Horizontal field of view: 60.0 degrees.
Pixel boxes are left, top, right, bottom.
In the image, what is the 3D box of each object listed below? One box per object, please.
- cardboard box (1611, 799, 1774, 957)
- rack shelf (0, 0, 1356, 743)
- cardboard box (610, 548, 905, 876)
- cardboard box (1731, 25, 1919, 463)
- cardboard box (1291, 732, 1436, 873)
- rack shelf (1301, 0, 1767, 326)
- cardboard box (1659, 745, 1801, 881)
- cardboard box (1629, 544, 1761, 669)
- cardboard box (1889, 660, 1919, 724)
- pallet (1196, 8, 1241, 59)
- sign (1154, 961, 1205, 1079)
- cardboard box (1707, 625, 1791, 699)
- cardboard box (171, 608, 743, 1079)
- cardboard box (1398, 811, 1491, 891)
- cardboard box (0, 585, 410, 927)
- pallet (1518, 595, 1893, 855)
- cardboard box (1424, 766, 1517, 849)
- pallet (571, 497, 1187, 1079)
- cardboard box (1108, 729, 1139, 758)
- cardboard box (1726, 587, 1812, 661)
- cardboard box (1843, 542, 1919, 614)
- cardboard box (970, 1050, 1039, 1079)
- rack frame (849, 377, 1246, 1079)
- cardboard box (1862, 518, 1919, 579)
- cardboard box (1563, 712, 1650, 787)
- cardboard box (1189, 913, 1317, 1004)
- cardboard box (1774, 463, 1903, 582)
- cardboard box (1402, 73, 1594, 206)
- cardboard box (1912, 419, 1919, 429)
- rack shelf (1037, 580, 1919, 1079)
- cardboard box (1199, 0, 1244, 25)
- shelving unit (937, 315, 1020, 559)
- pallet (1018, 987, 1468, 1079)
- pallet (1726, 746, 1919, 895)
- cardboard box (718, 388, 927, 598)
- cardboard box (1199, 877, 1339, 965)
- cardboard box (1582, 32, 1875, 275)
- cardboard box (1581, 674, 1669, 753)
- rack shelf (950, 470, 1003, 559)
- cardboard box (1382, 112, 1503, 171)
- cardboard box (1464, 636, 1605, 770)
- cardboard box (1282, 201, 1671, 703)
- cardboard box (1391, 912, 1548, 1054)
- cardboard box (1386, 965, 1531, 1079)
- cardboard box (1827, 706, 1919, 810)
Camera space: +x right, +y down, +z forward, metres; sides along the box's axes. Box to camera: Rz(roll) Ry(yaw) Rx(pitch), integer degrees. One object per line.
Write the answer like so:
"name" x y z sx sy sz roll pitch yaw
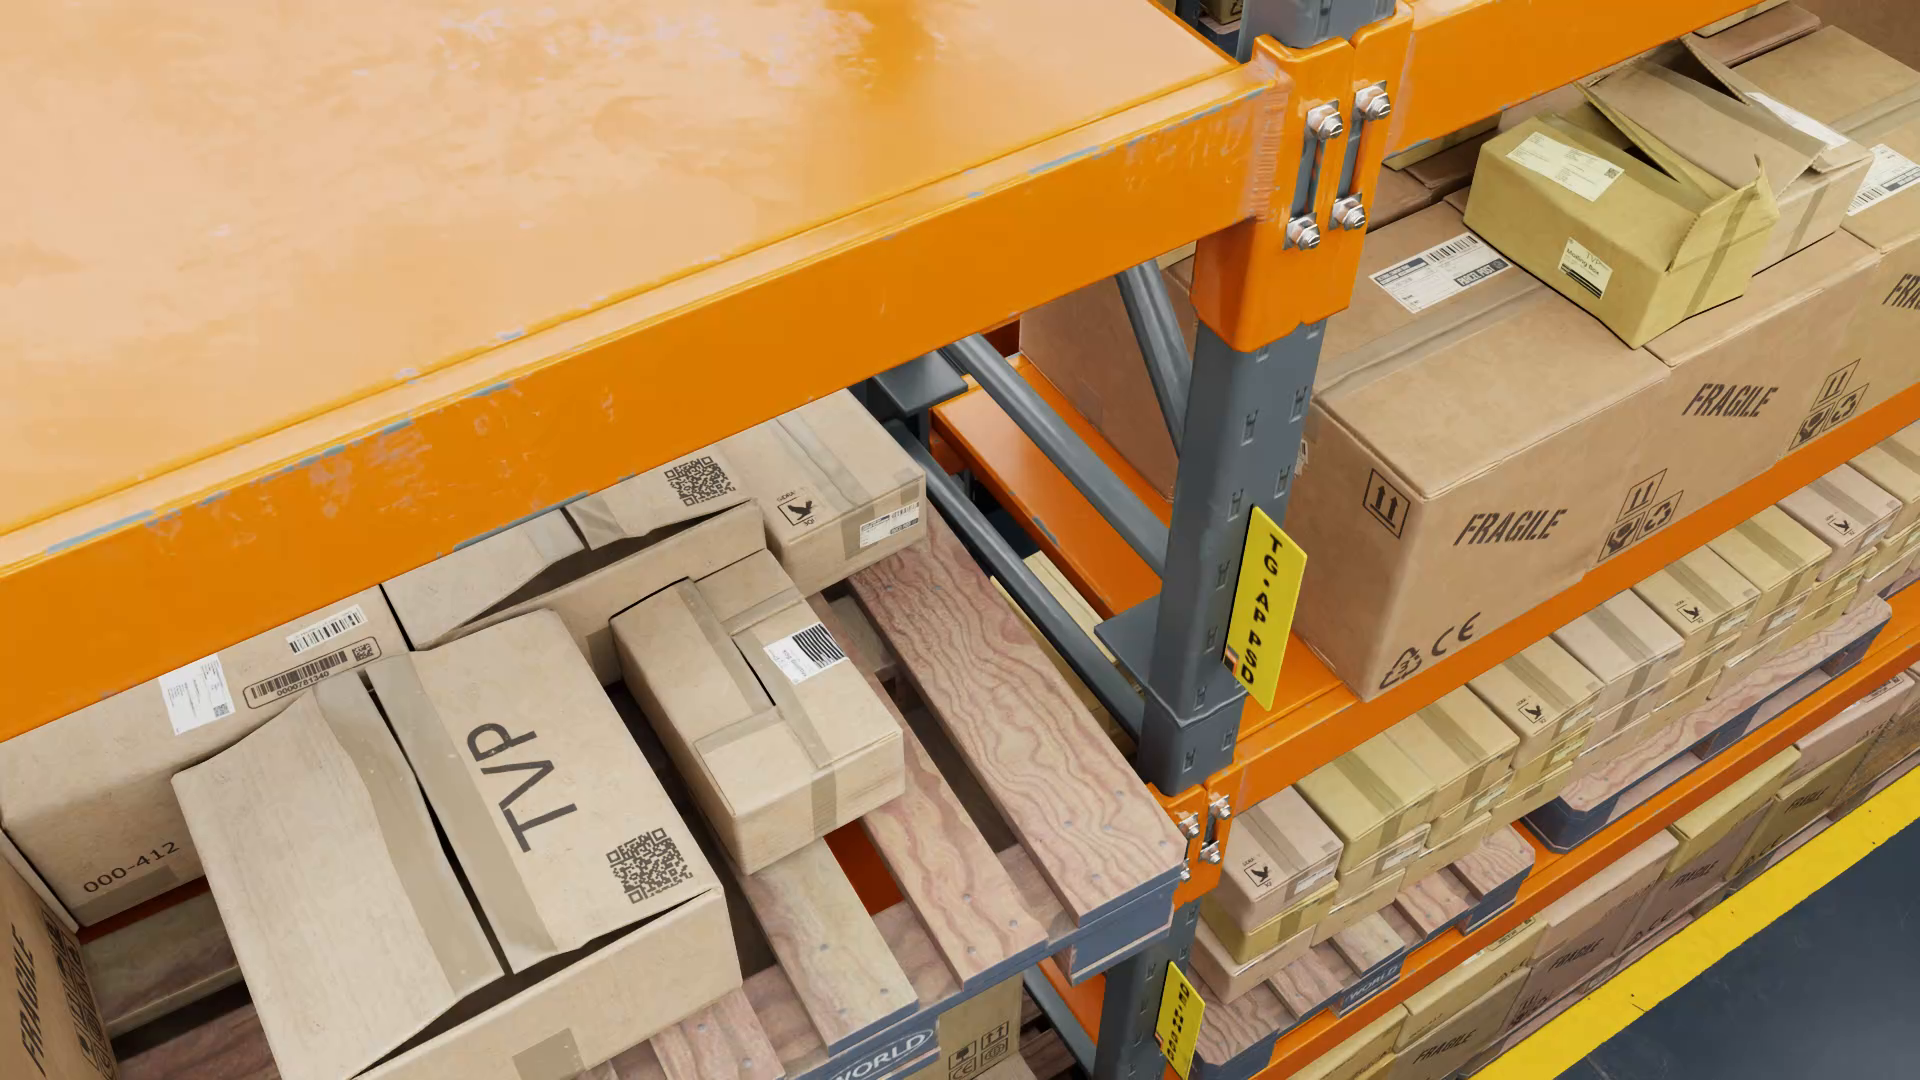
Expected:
"cardboard box" 2.131 0.896 5.281 0.500 0.500 0.500 -26 53 -22
"rack shelf" -1.582 0.113 1.319 4.000 0.370 1.077 -25 53 -21
"cardboard box" -0.280 0.223 2.287 0.250 0.166 0.380 -25 53 -21
"cardboard box" 1.574 -0.558 3.108 0.500 0.500 0.500 -25 53 -21
"cardboard box" 0.830 0.514 3.718 0.250 0.149 0.380 -27 54 -22
"rack shelf" 1.801 -1.481 2.738 4.000 0.370 1.077 -25 53 -21
"cardboard box" 2.116 0.659 4.990 0.500 0.250 0.500 -27 54 -22
"cardboard box" 1.714 0.098 4.088 0.250 0.149 0.380 -24 52 -20
"cardboard box" 2.997 0.243 5.360 0.500 0.250 0.500 -27 53 -22
"pallet" 1.616 -3.154 9.363 1.213 0.211 1.003 -25 53 -21
"sign" 0.408 0.903 3.107 0.005 0.325 0.100 -25 53 -21
"cardboard box" 1.937 0.199 4.396 0.250 0.149 0.380 -27 54 -22
"cardboard box" -0.614 0.404 2.030 0.500 0.311 0.500 -25 53 -21
"cardboard box" 1.051 0.617 4.024 0.250 0.149 0.380 -23 52 -19
"cardboard box" -1.044 0.167 2.282 0.500 0.250 0.500 -24 53 -20
"pallet" 1.762 0.188 4.648 1.213 0.211 1.003 -25 53 -21
"cardboard box" 1.078 0.500 3.929 0.250 0.149 0.380 -27 54 -22
"pallet" -0.407 0.294 2.543 1.003 0.211 1.213 -23 52 -19
"cardboard box" 0.281 0.396 4.221 0.250 0.149 0.380 -24 53 -20
"cardboard box" 1.940 0.094 4.291 0.250 0.149 0.380 -23 52 -20
"cardboard box" 2.387 -0.012 4.584 0.250 0.149 0.380 -27 54 -22
"cardboard box" -0.128 1.254 3.503 0.500 0.500 0.500 -25 53 -21
"rack frame" 0.110 0.939 3.851 0.127 3.000 1.000 -25 53 -21
"cardboard box" 2.378 -0.110 4.472 0.250 0.149 0.380 -28 54 -23
"cardboard box" 1.502 0.401 4.217 0.250 0.149 0.380 -24 52 -20
"cardboard box" 0.596 0.832 3.833 0.250 0.149 0.380 -26 53 -21
"cardboard box" 2.154 -0.107 4.271 0.250 0.149 0.380 -27 54 -22
"cardboard box" 0.873 -0.688 3.224 0.500 0.500 0.500 -25 53 -21
"cardboard box" 2.589 -0.312 4.453 0.250 0.149 0.380 -25 53 -21
"rack shelf" 1.801 0.381 4.829 4.000 0.370 1.077 -25 53 -21
"cardboard box" 1.532 -3.474 8.922 0.875 0.875 0.875 -25 53 -21
"shelving unit" 0.140 -0.764 5.970 0.503 2.100 0.431 -25 53 -21
"pallet" 0.771 1.556 5.169 1.213 0.211 1.003 -25 53 -21
"pallet" 2.835 0.583 6.035 1.213 0.211 1.003 -25 53 -21
"cardboard box" -0.258 -0.116 2.602 0.250 0.149 0.380 -27 54 -22
"cardboard box" 0.625 0.718 3.735 0.250 0.149 0.380 -23 52 -19
"cardboard box" 1.229 -0.666 2.692 0.258 0.266 0.396 -25 53 -21
"cardboard box" 1.502 0.301 4.107 0.250 0.149 0.380 -25 53 -21
"rack shelf" 0.140 -0.290 6.503 0.480 0.518 0.431 -25 53 -21
"cardboard box" 0.739 -0.886 2.888 0.258 0.266 0.396 -25 53 -21
"cardboard box" 1.264 0.314 3.896 0.250 0.149 0.380 -27 54 -22
"cardboard box" 0.735 -0.152 2.746 0.500 0.500 0.500 -25 53 -21
"cardboard box" 1.251 1.057 4.636 0.500 0.250 0.500 -26 53 -21
"cardboard box" 1.267 1.307 4.915 0.500 0.500 0.500 -25 53 -20
"cardboard box" 3.001 0.490 5.643 0.500 0.500 0.500 -26 53 -21
